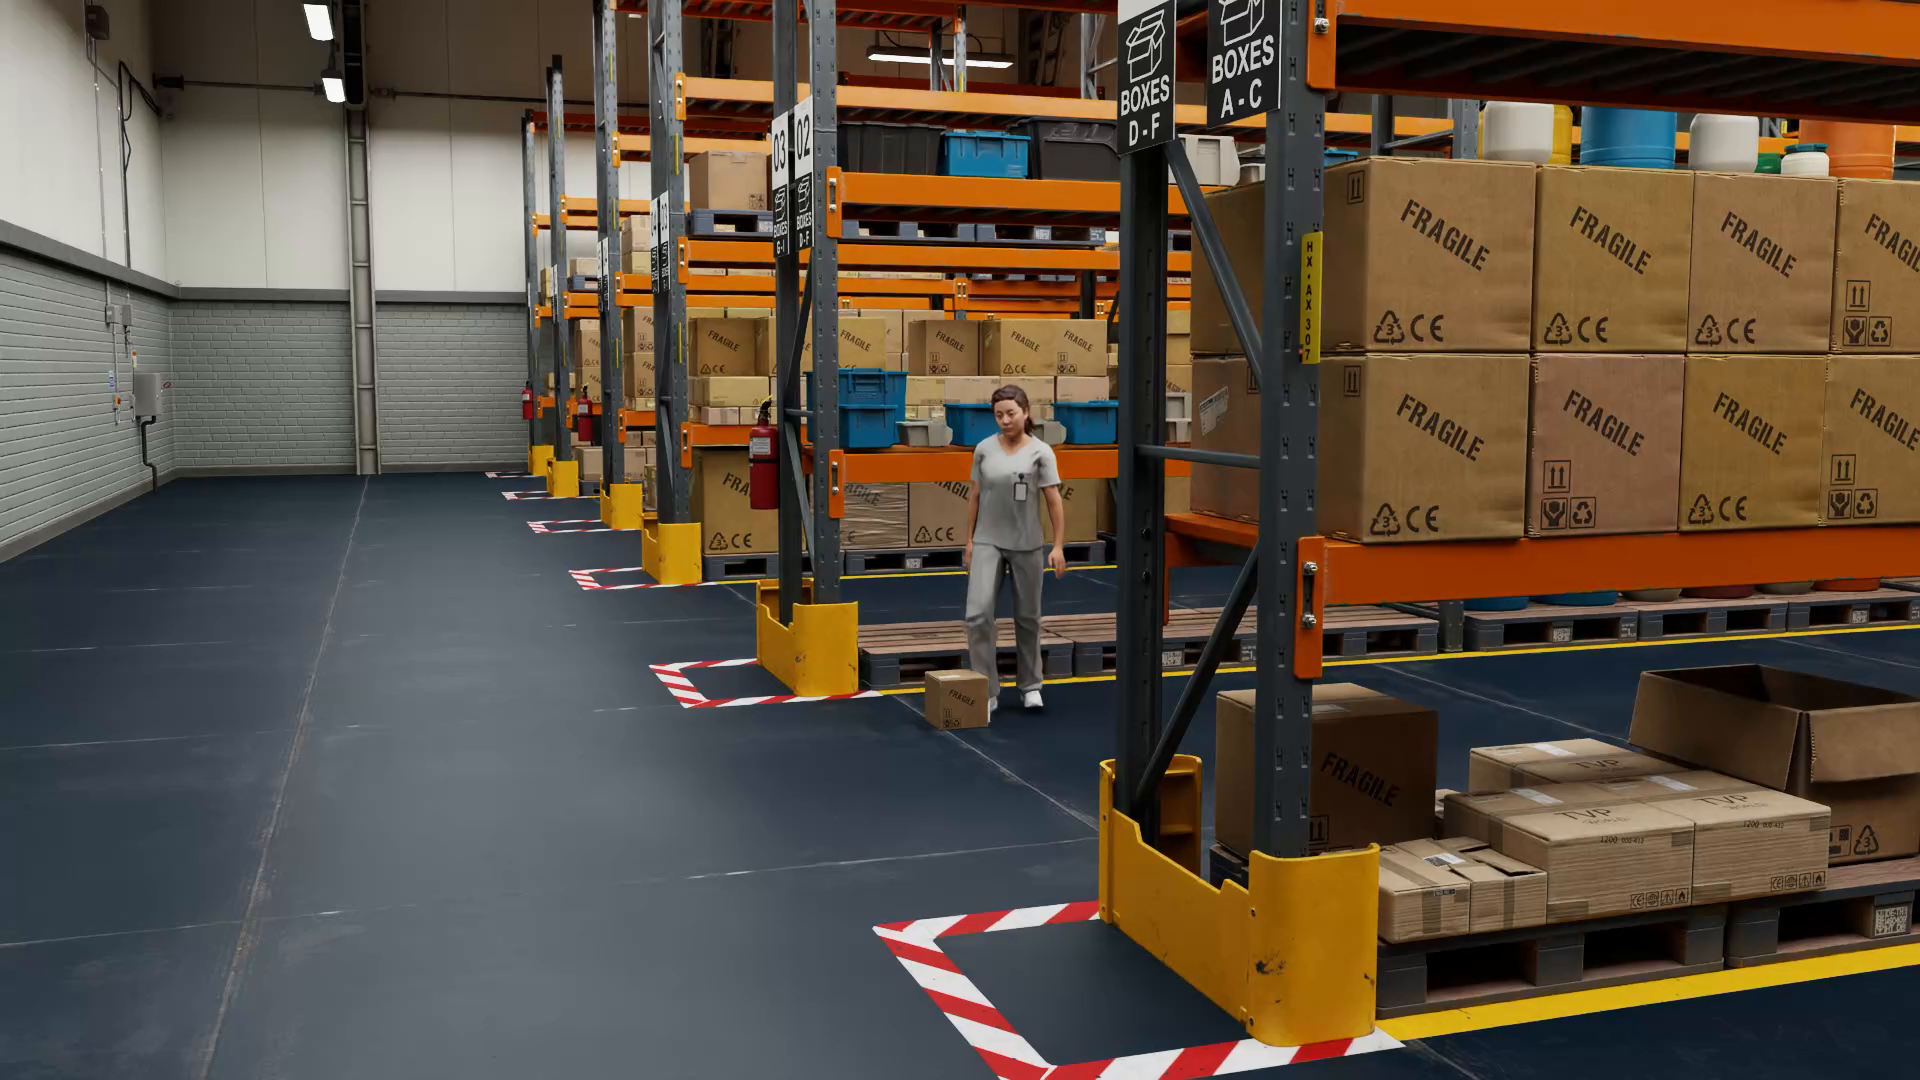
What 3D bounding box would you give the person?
[{"bbox_3d":[0.276,0.074,8.418,0.534,1.720,0.596,1,6,10],"label":"person"}]
